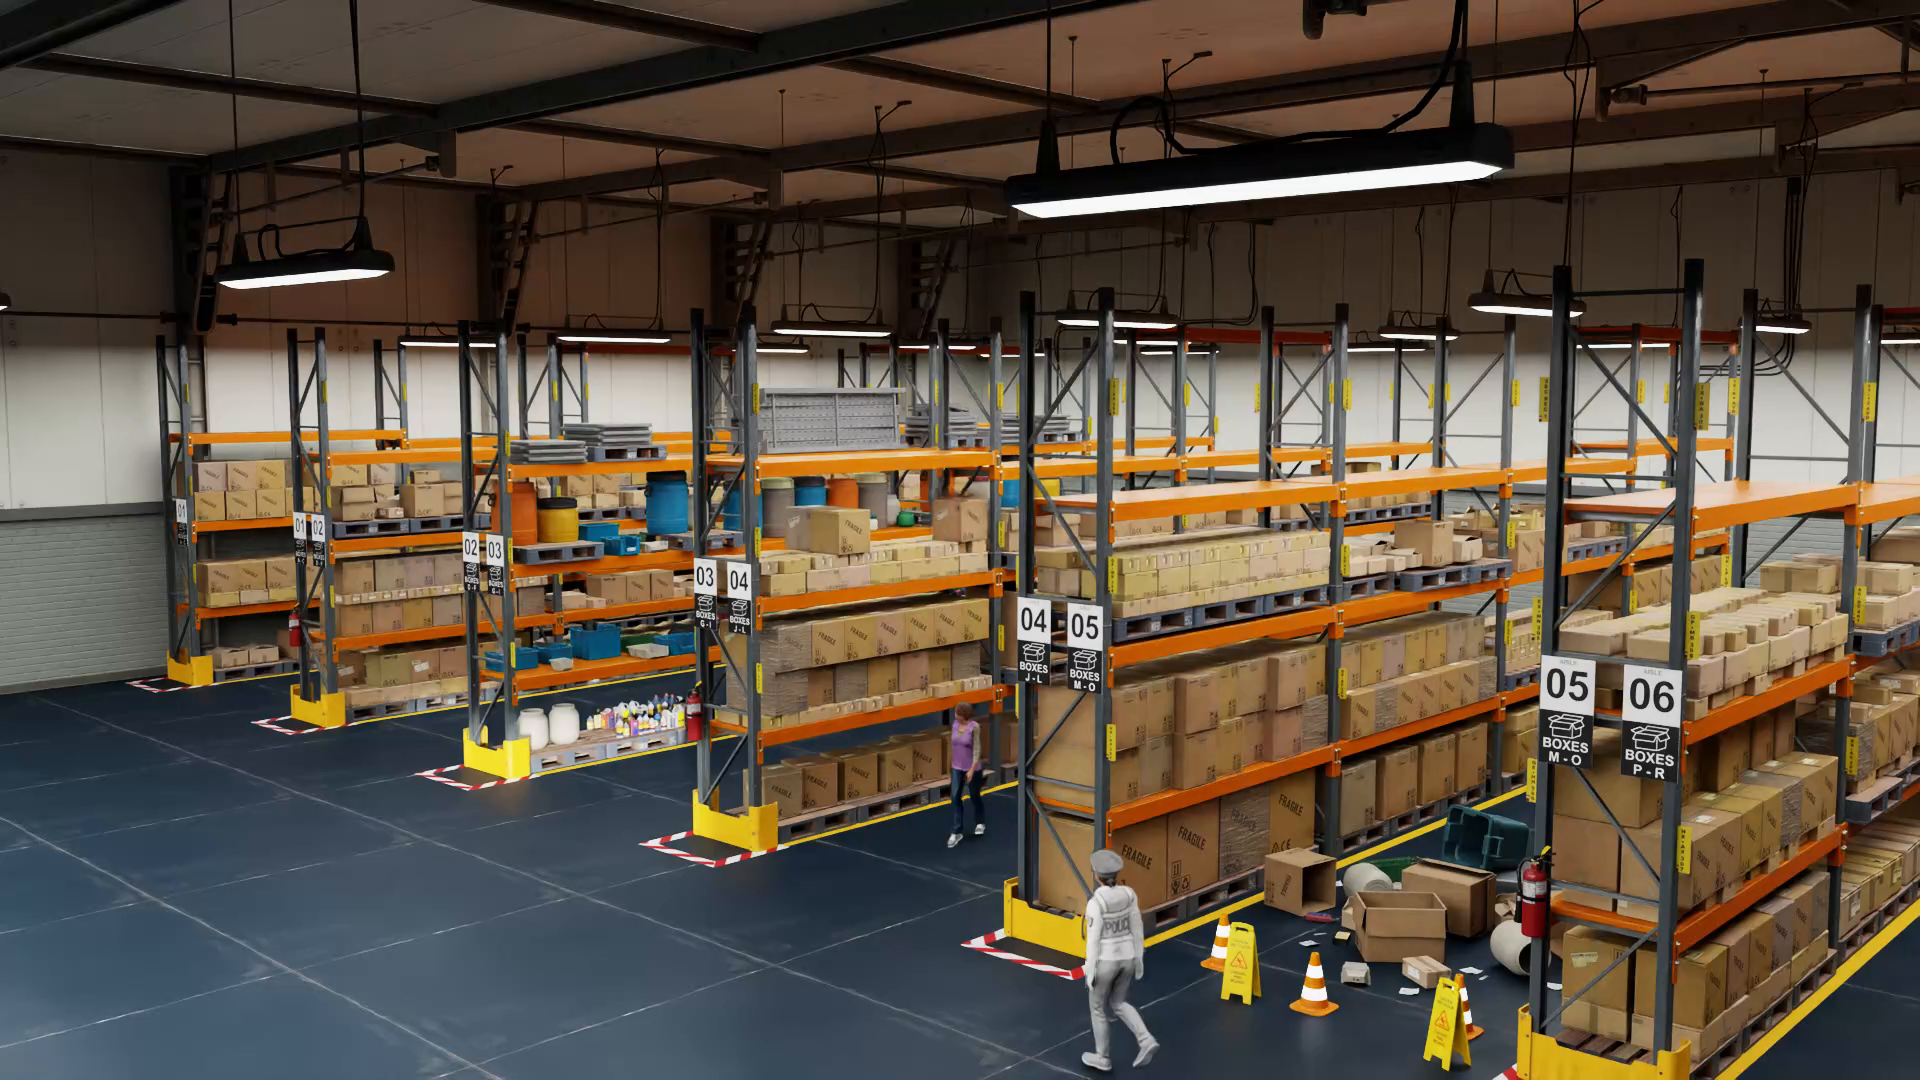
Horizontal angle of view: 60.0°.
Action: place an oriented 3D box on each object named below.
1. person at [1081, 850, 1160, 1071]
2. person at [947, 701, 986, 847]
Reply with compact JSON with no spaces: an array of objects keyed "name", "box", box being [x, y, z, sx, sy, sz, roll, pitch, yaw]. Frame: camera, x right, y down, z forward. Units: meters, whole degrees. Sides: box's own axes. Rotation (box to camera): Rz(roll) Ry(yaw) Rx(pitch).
[{"name":"person","box":[1.183,3.156,12.399,0.492,1.667,0.650,-4,7,-36]},{"name":"person","box":[0.060,2.616,18.836,0.442,1.606,0.736,3,6,28]}]
